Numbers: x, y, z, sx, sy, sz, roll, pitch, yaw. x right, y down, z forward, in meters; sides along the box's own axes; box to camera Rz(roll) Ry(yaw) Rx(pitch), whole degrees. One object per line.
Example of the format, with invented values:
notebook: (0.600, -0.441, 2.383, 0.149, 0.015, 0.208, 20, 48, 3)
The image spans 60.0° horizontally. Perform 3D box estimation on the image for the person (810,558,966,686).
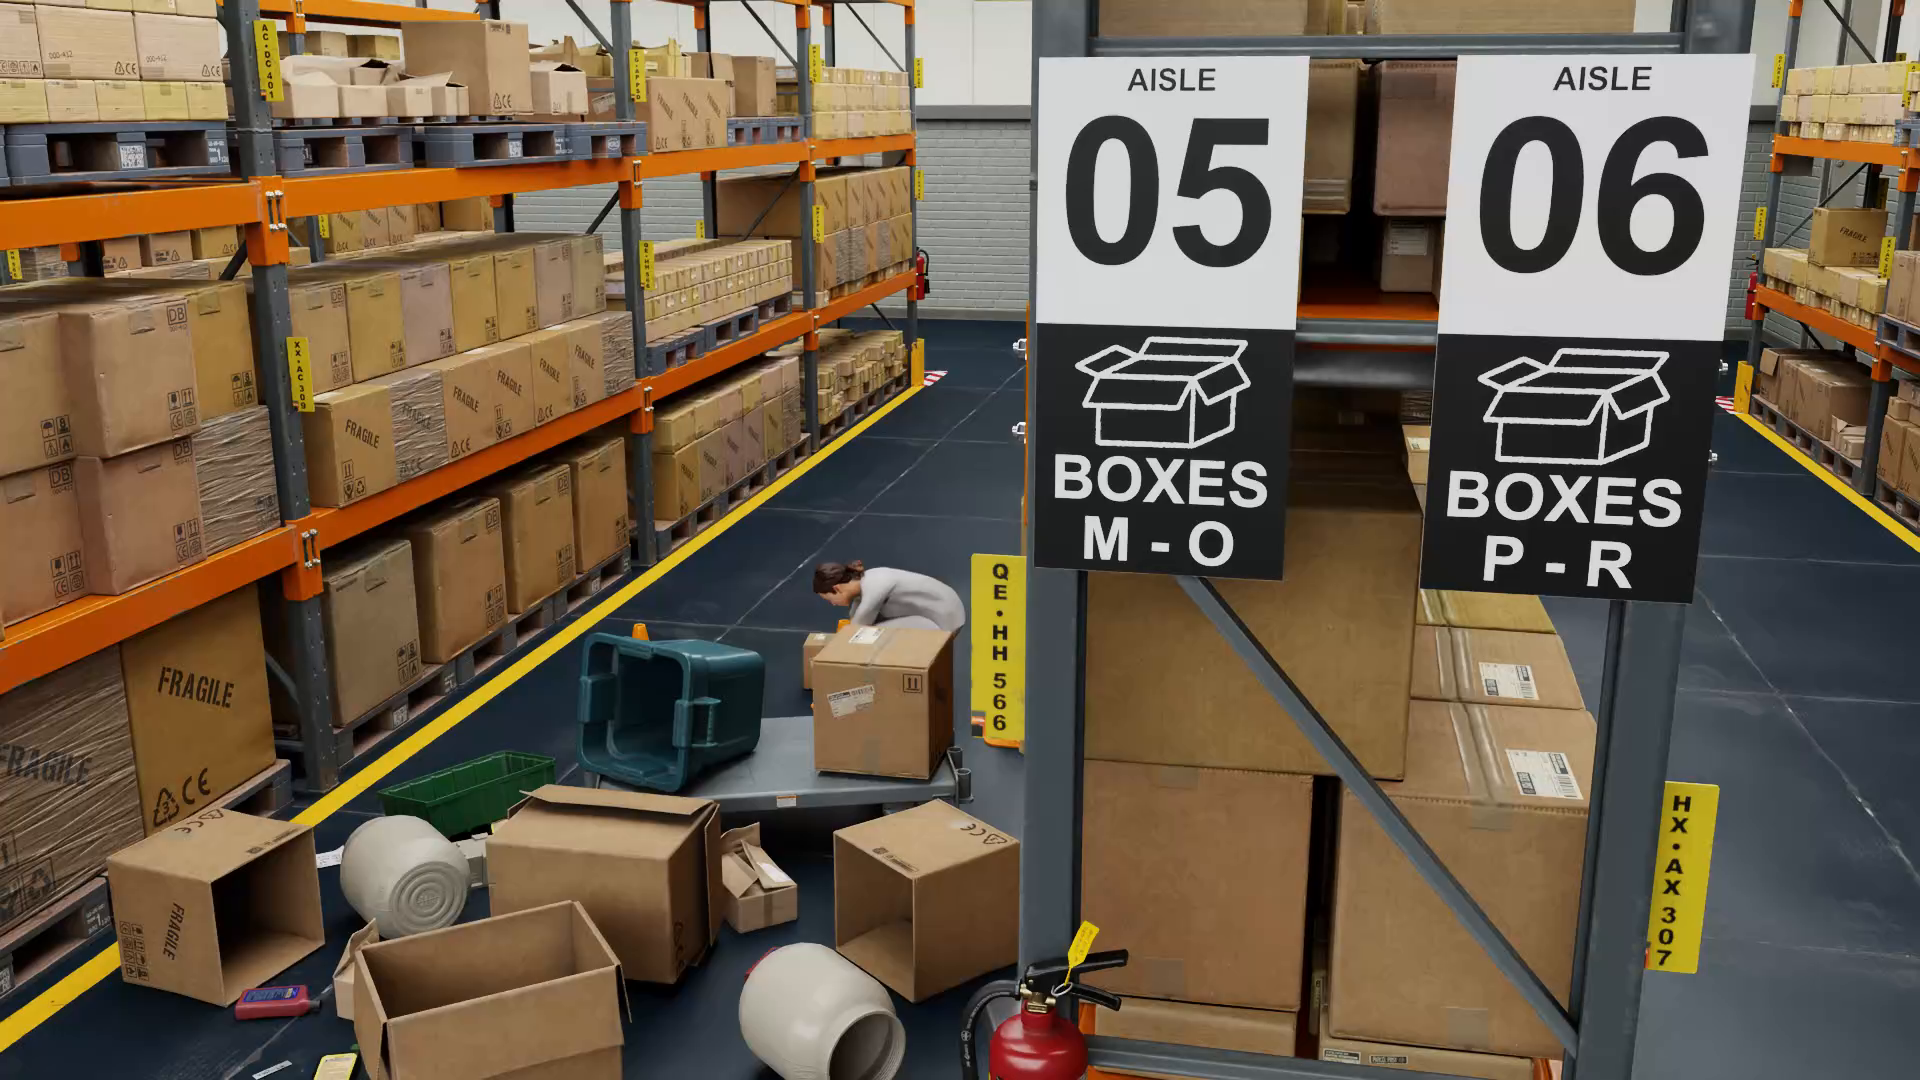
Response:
person: (-0.397, 0.497, 9.131, 0.846, 0.799, 0.466, 0, 15, 2)
